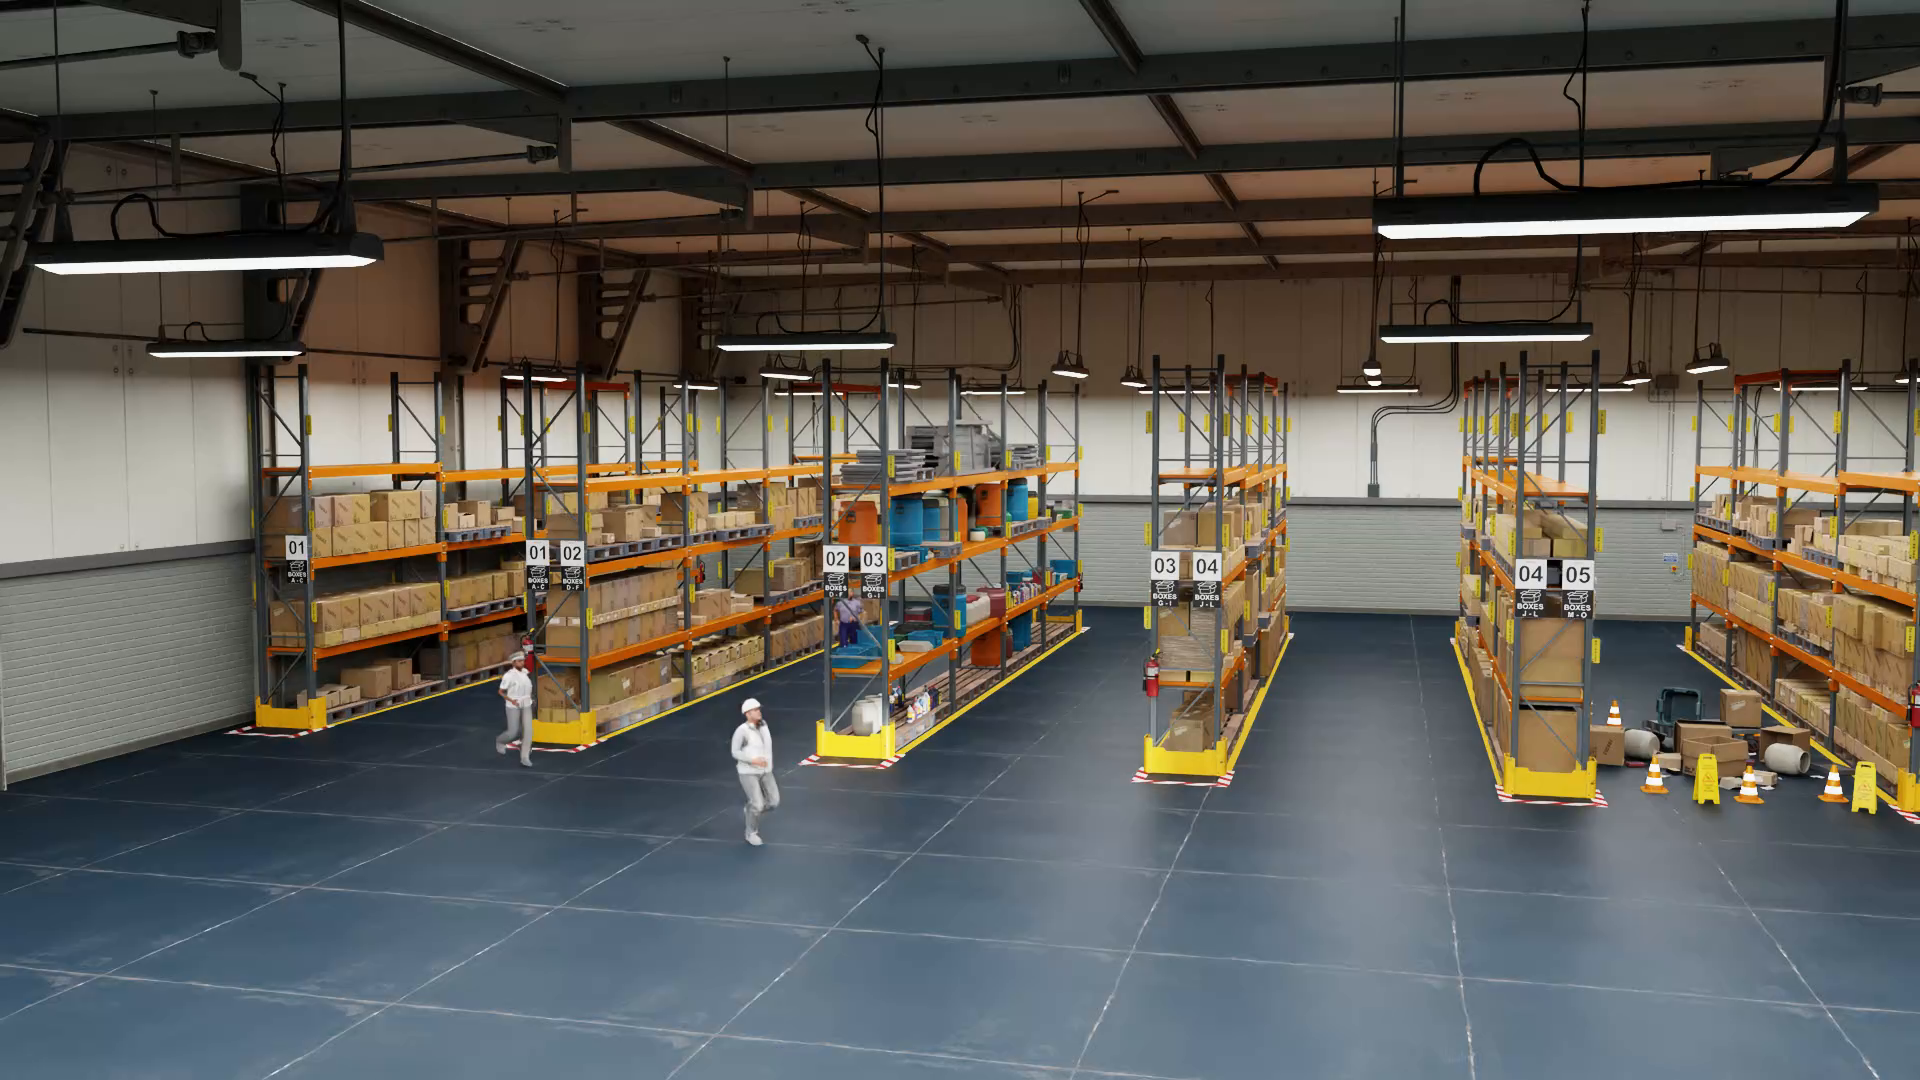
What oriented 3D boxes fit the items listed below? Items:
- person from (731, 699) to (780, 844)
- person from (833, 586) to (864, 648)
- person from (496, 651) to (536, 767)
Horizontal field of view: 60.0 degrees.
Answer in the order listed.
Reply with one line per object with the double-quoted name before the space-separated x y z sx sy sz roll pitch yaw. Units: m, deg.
"person" -2.442 2.766 19.919 0.591 1.734 0.698 3 5 38
"person" -2.125 1.728 31.726 0.585 1.681 0.625 0 4 -3
"person" -6.550 2.479 24.636 0.856 1.689 0.603 4 5 43
